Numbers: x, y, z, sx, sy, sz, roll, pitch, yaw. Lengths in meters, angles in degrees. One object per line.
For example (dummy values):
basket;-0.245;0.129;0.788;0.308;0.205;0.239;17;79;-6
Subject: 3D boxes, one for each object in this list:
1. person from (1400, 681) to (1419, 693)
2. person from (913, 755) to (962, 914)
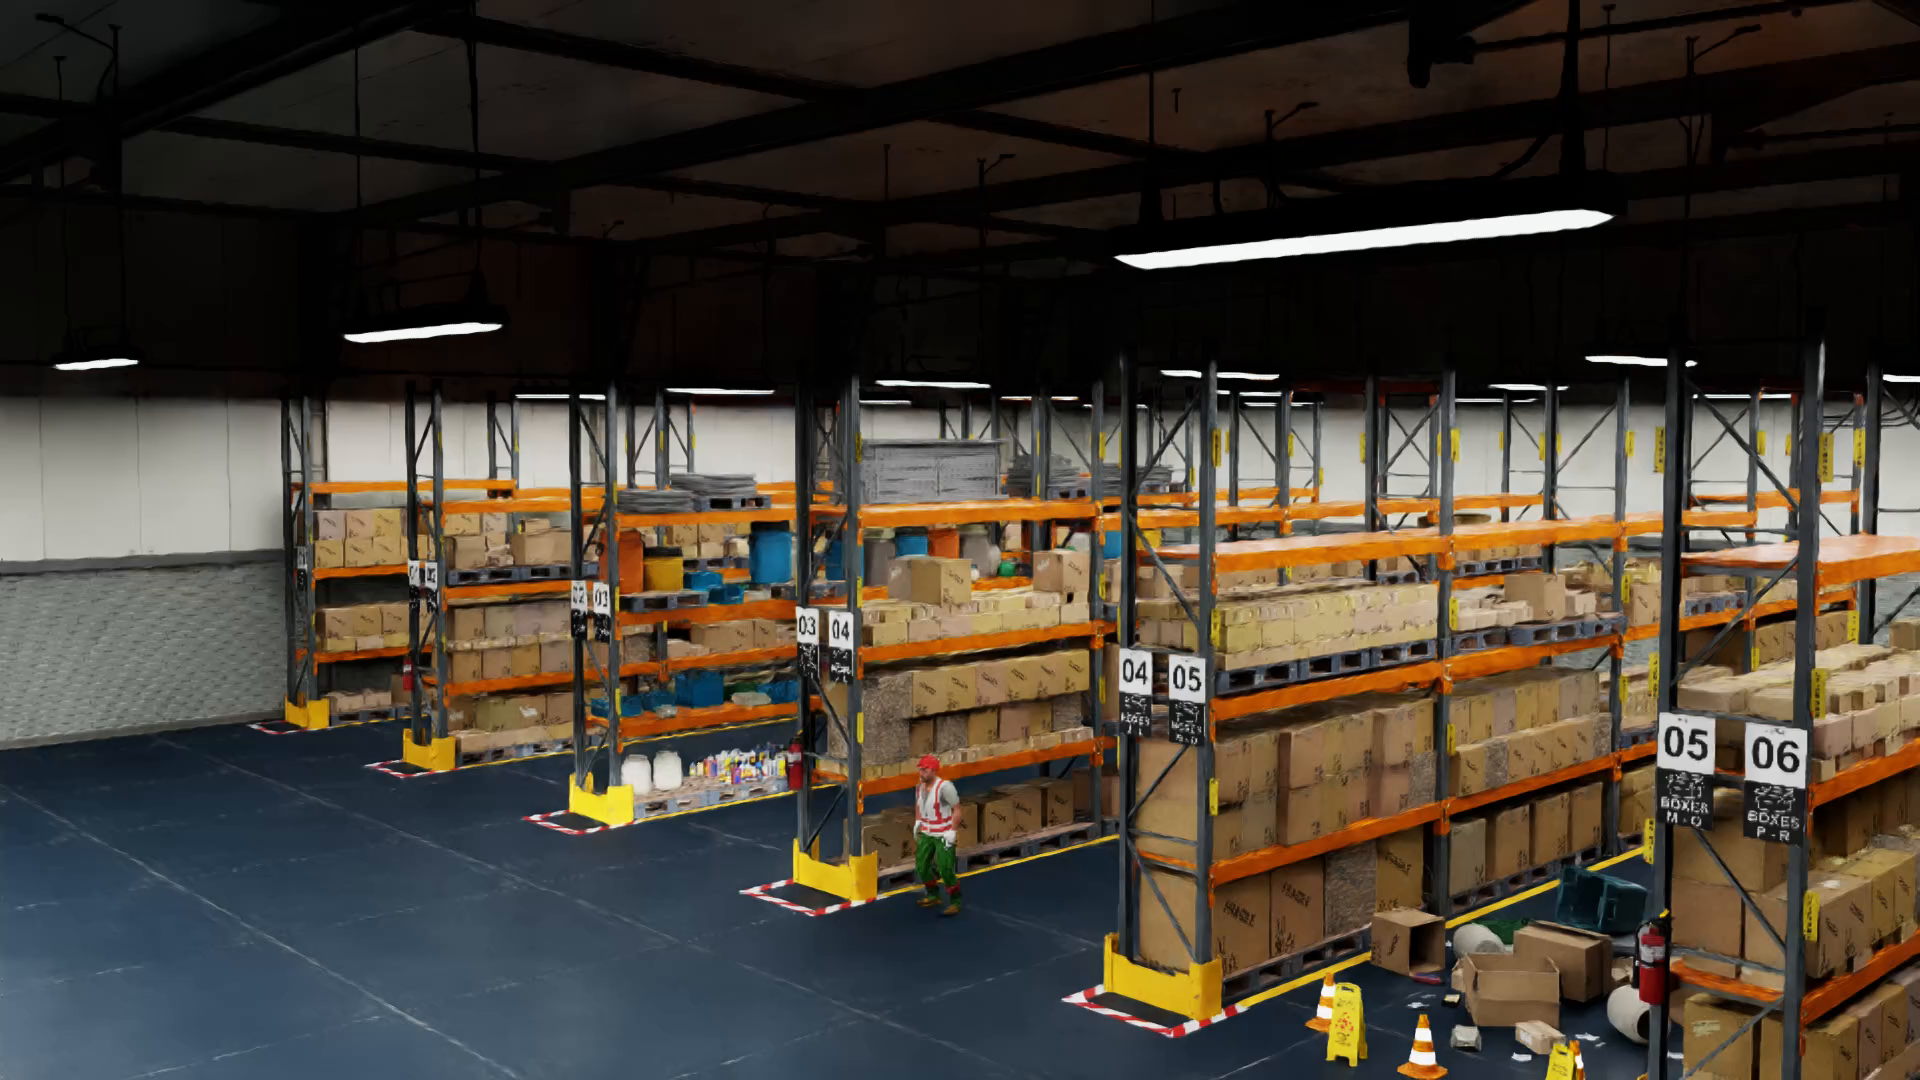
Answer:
person;6.483;2.763;23.878;0.626;1.718;0.576;-1;4;-12
person;-0.260;3.159;17.898;0.677;1.741;0.552;4;5;44
